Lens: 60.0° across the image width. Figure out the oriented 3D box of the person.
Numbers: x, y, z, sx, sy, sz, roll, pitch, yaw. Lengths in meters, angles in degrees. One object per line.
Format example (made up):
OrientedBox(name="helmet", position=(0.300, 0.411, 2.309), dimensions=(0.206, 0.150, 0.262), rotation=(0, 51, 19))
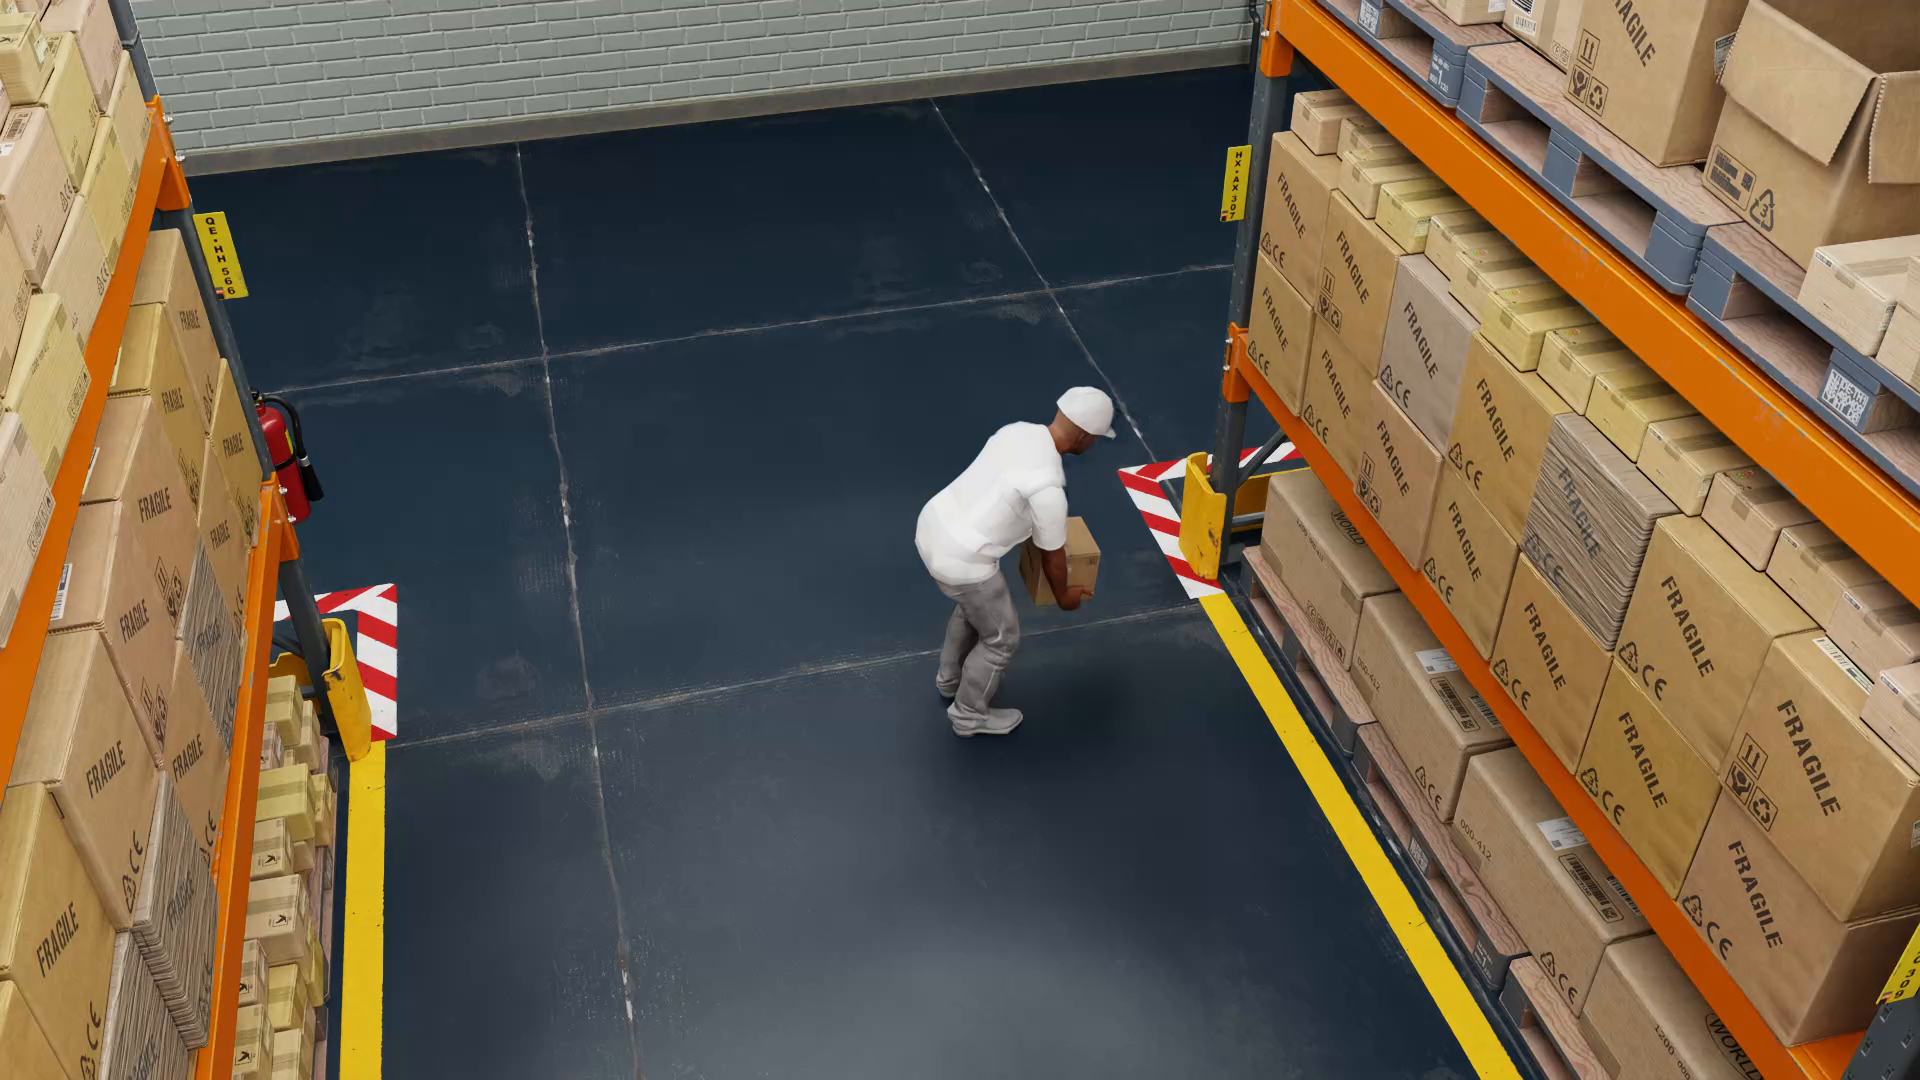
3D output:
OrientedBox(name="person", position=(0.225, 0.074, 6.781), dimensions=(0.803, 1.542, 0.488), rotation=(-10, 39, -13))
